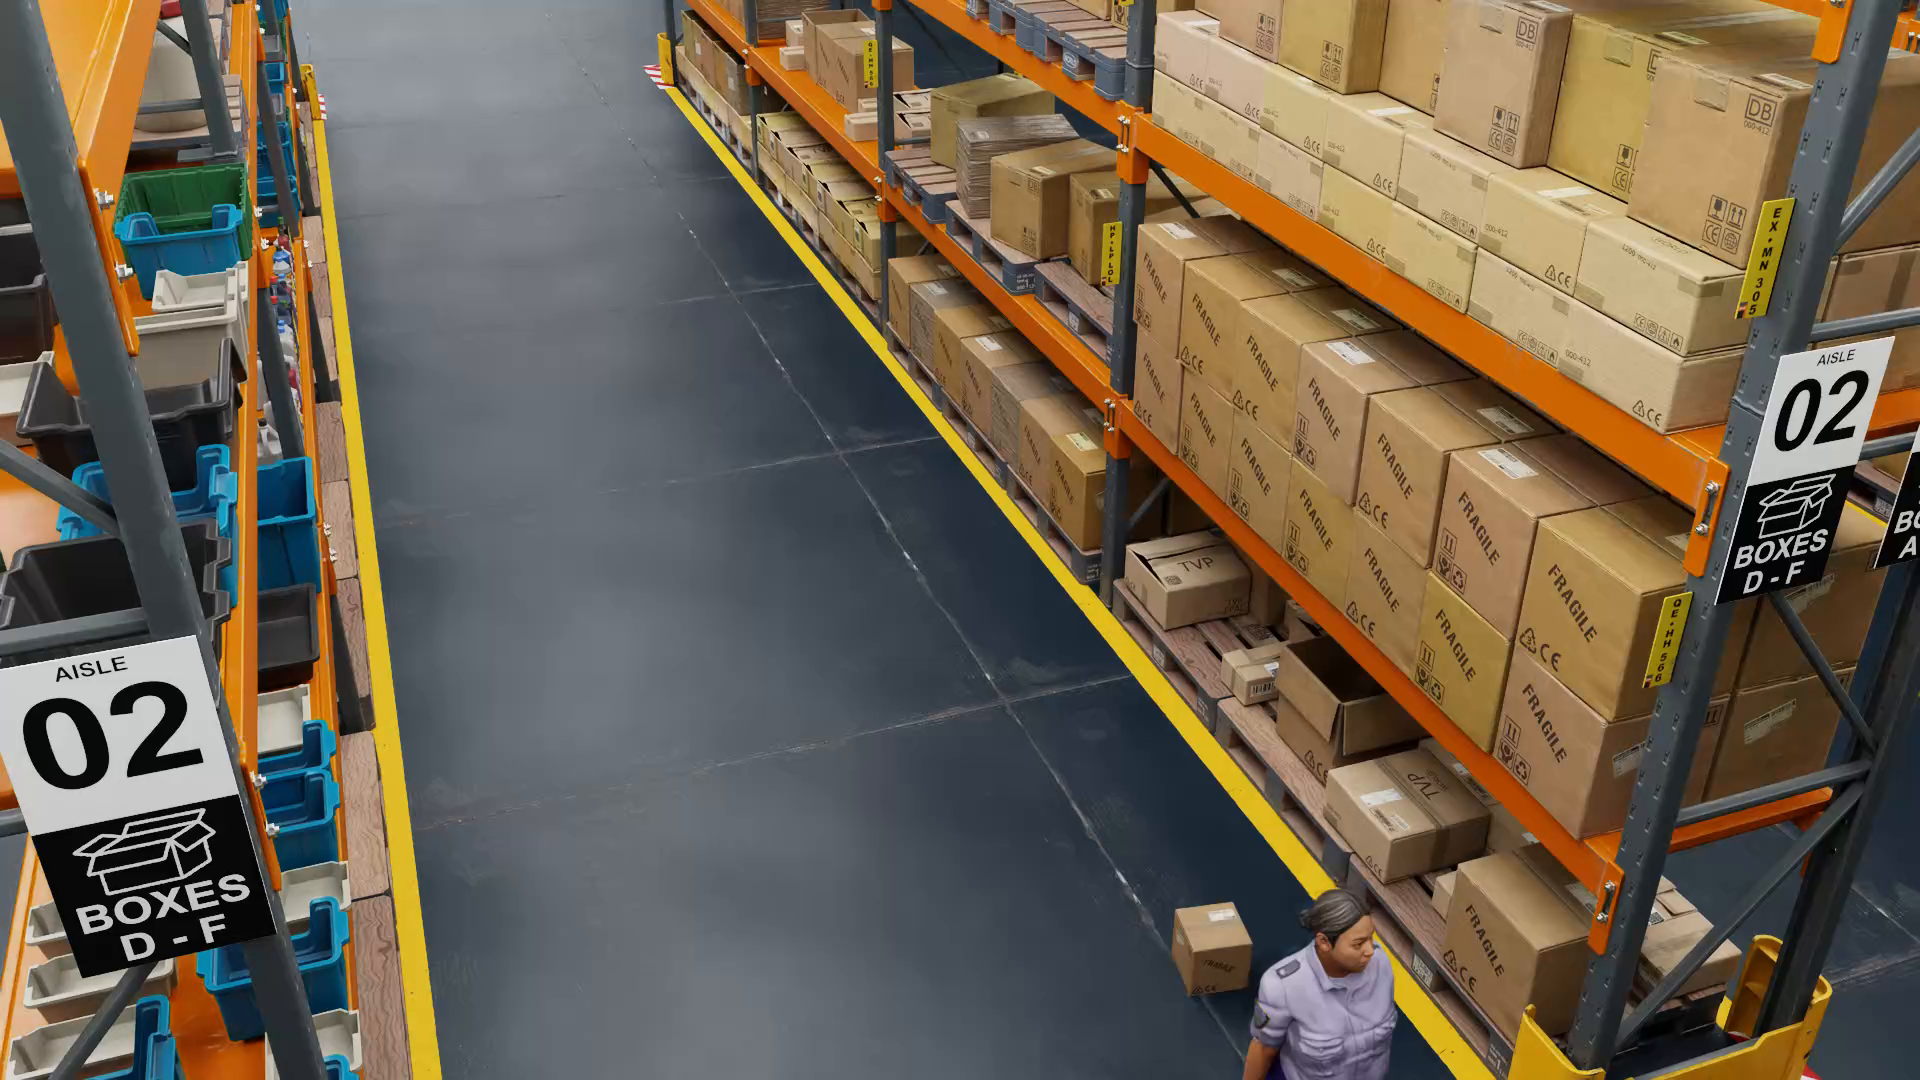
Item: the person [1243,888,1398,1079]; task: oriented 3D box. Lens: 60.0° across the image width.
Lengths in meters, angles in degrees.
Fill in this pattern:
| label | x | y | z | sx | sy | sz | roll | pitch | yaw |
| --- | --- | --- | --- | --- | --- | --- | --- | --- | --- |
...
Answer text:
| label | x | y | z | sx | sy | sz | roll | pitch | yaw |
| --- | --- | --- | --- | --- | --- | --- | --- | --- | --- |
| person | 1.130 | 1.751 | 5.296 | 0.497 | 1.615 | 0.700 | -11 | 32 | -18 |
